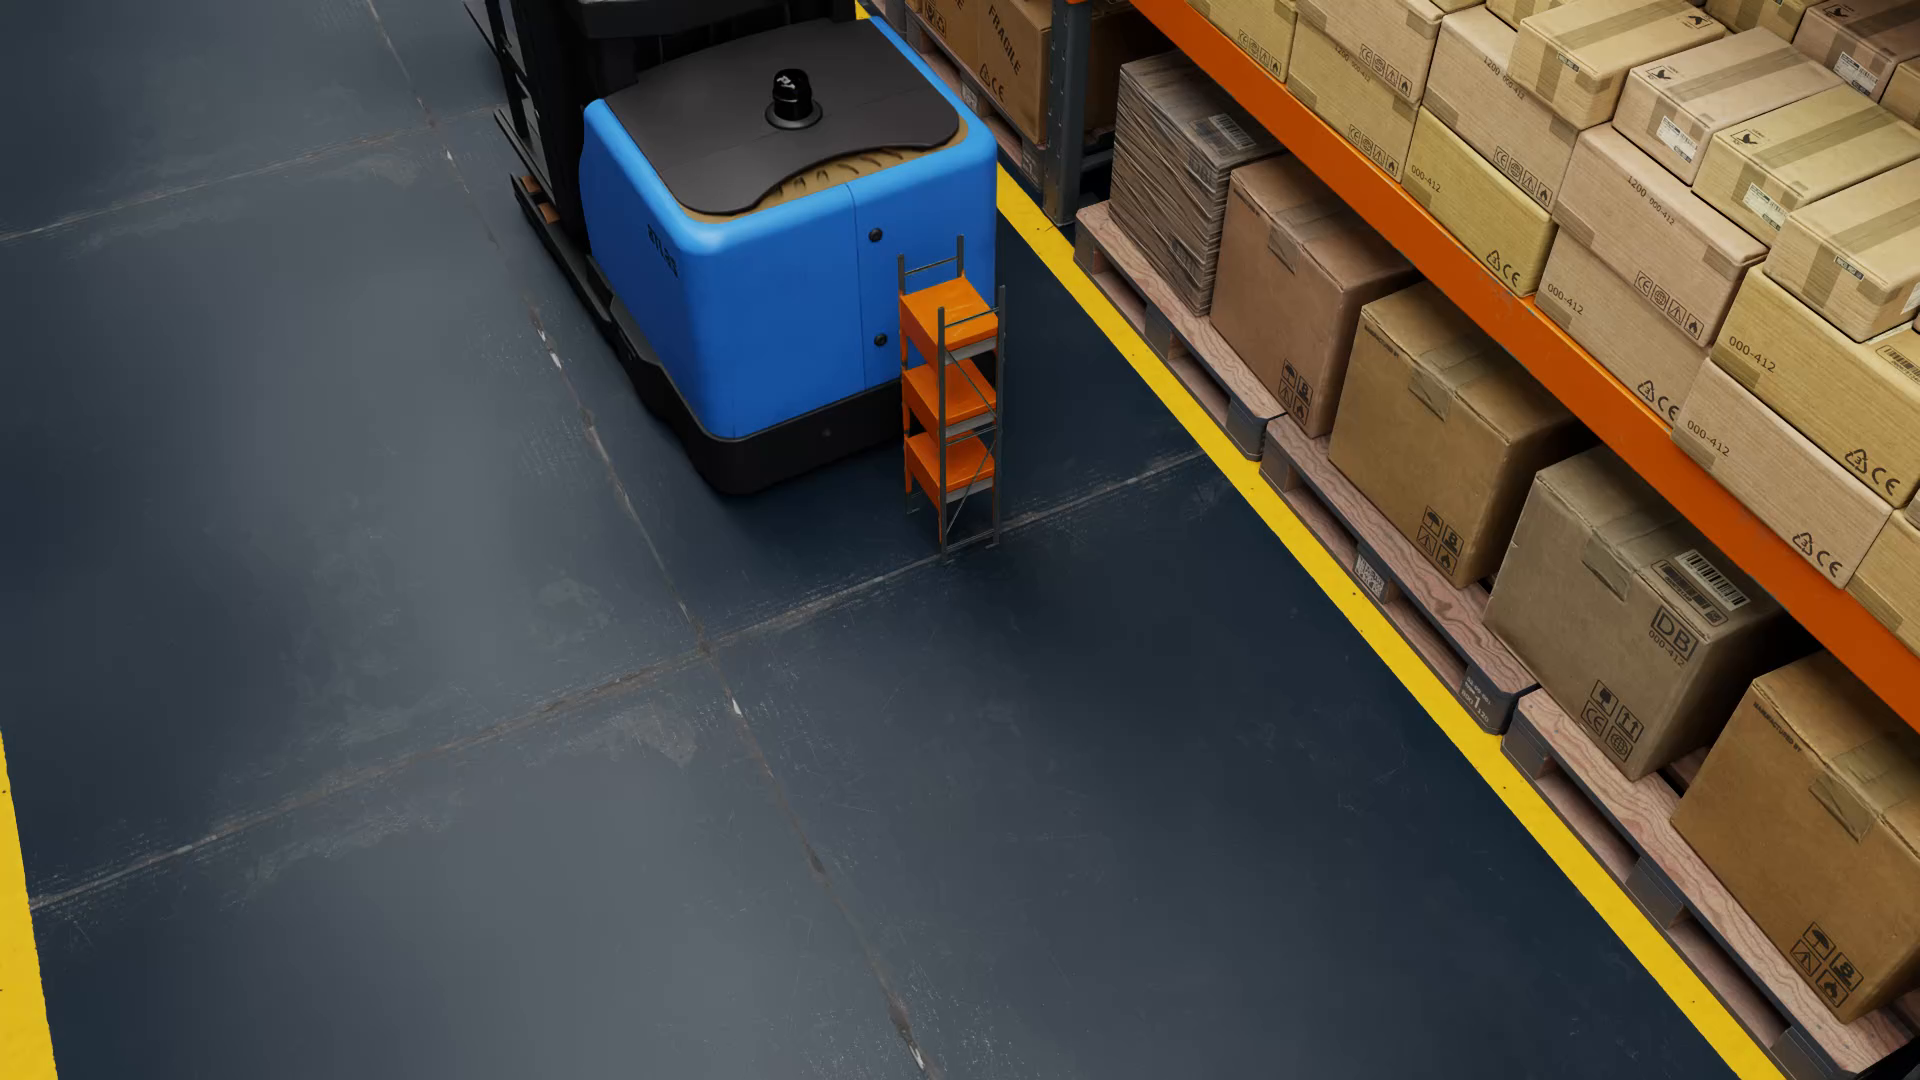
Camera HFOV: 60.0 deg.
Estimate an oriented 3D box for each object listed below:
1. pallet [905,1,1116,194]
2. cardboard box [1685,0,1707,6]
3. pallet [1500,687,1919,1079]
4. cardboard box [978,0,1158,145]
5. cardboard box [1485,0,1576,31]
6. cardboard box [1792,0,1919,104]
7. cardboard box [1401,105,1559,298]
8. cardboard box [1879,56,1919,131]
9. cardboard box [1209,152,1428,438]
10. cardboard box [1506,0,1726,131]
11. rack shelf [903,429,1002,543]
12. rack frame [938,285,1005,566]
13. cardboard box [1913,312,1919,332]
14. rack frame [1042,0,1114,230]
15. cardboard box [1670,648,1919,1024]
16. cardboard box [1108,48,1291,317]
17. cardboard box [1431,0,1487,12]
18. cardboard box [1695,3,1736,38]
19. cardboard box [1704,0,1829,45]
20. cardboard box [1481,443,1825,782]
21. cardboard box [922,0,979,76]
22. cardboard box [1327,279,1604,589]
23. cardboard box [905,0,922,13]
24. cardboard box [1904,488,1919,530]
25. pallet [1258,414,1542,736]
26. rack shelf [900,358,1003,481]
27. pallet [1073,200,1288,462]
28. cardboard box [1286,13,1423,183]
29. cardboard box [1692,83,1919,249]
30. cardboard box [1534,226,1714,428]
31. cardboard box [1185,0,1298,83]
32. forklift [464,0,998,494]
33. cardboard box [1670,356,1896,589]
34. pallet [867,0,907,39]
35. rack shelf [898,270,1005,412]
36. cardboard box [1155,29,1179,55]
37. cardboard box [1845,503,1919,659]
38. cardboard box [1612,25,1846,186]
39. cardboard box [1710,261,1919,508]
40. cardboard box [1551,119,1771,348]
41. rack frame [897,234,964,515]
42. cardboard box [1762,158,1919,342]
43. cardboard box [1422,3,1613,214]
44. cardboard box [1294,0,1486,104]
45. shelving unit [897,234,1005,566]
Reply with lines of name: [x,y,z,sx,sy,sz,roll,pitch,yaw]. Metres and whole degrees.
pallet: [0.478,-1.967,6.830,1.003,0.211,1.213,-21,52,-18]
cardboard box: [1.834,-1.450,4.028,0.380,0.149,0.250,-20,52,-17]
pallet: [2.244,0.743,4.460,1.003,0.211,1.213,-21,52,-18]
cardboard box: [0.401,-1.897,6.298,0.500,0.500,0.500,-20,52,-16]
cardboard box: [1.474,-1.303,3.900,0.380,0.149,0.250,-21,52,-18]
cardboard box: [2.109,-1.122,3.742,0.380,0.149,0.250,-22,52,-18]
cardboard box: [1.475,-0.914,4.156,0.500,0.250,0.500,-20,52,-16]
cardboard box: [2.230,-0.955,3.595,0.380,0.149,0.250,-21,52,-18]
cardboard box: [1.365,-0.872,5.319,0.875,0.625,0.625,-20,52,-16]
cardboard box: [1.461,-1.090,3.713,0.380,0.149,0.250,-22,53,-18]
rack shelf: [-0.024,-0.191,5.103,0.215,0.259,0.240,-21,52,-18]
rack frame: [0.031,-0.300,4.815,0.200,1.050,0.008,-21,52,-18]
cardboard box: [2.063,-0.442,3.147,0.380,0.149,0.250,-21,52,-18]
rack frame: [0.786,-2.373,5.332,1.000,3.000,0.127,-21,52,-18]
cardboard box: [2.367,0.603,4.029,0.875,0.625,0.625,-19,52,-16]
cardboard box: [1.059,-1.307,5.699,0.875,0.625,0.625,-20,52,-16]
cardboard box: [1.269,-1.444,4.023,0.380,0.149,0.250,-20,52,-17]
cardboard box: [1.924,-1.266,4.132,0.500,0.250,0.500,-22,52,-18]
cardboard box: [1.990,-1.287,3.886,0.380,0.149,0.250,-21,52,-17]
cardboard box: [2.019,0.081,4.485,0.875,0.625,0.625,-22,52,-18]
cardboard box: [0.181,-2.235,6.594,0.500,0.500,0.500,-22,52,-18]
cardboard box: [1.673,-0.422,4.925,0.875,0.625,0.625,-23,53,-19]
cardboard box: [-0.061,-2.585,6.900,0.500,0.500,0.500,-19,52,-16]
cardboard box: [2.164,-0.051,3.070,0.500,0.250,0.500,-22,52,-18]
pallet: [1.682,-0.075,5.175,1.003,0.211,1.213,-21,52,-18]
rack shelf: [-0.025,-0.374,4.894,0.215,0.259,0.240,-21,52,-18]
pallet: [1.128,-0.890,5.888,1.003,0.211,1.213,-21,52,-18]
cardboard box: [1.239,-1.261,4.460,0.500,0.250,0.500,-23,53,-19]
cardboard box: [1.760,-0.770,3.433,0.380,0.149,0.250,-22,52,-18]
cardboard box: [1.718,-0.571,3.856,0.500,0.250,0.500,-21,52,-17]
cardboard box: [0.997,-1.604,4.759,0.500,0.250,0.500,-22,52,-18]
forklift: [-1.034,-2.219,5.244,1.130,2.935,3.031,-23,53,-19]
cardboard box: [1.918,-0.228,3.556,0.500,0.250,0.500,-21,52,-18]
pallet: [-0.077,-2.783,7.544,1.003,0.211,1.213,-21,52,-18]
rack shelf: [-0.025,-0.561,4.680,0.215,0.259,0.240,-21,52,-18]
cardboard box: [0.842,-2.066,6.446,0.500,0.500,0.500,-19,52,-16]
cardboard box: [2.153,0.107,3.263,0.500,0.250,0.500,-20,52,-17]
cardboard box: [1.651,-0.939,3.581,0.380,0.149,0.250,-21,52,-17]
cardboard box: [1.922,-0.393,3.368,0.500,0.250,0.500,-22,53,-18]
cardboard box: [1.693,-0.737,3.669,0.500,0.250,0.500,-20,52,-17]
rack frame: [-0.080,-0.463,4.958,0.200,1.050,0.008,-21,52,-18]
cardboard box: [1.825,-0.573,3.261,0.380,0.149,0.250,-23,53,-19]
cardboard box: [1.479,-1.081,3.971,0.500,0.250,0.500,-20,52,-17]
cardboard box: [1.223,-1.415,4.262,0.500,0.250,0.500,-22,53,-18]
shelving unit: [-0.025,-0.381,4.886,0.215,1.050,0.252,-21,52,-18]
